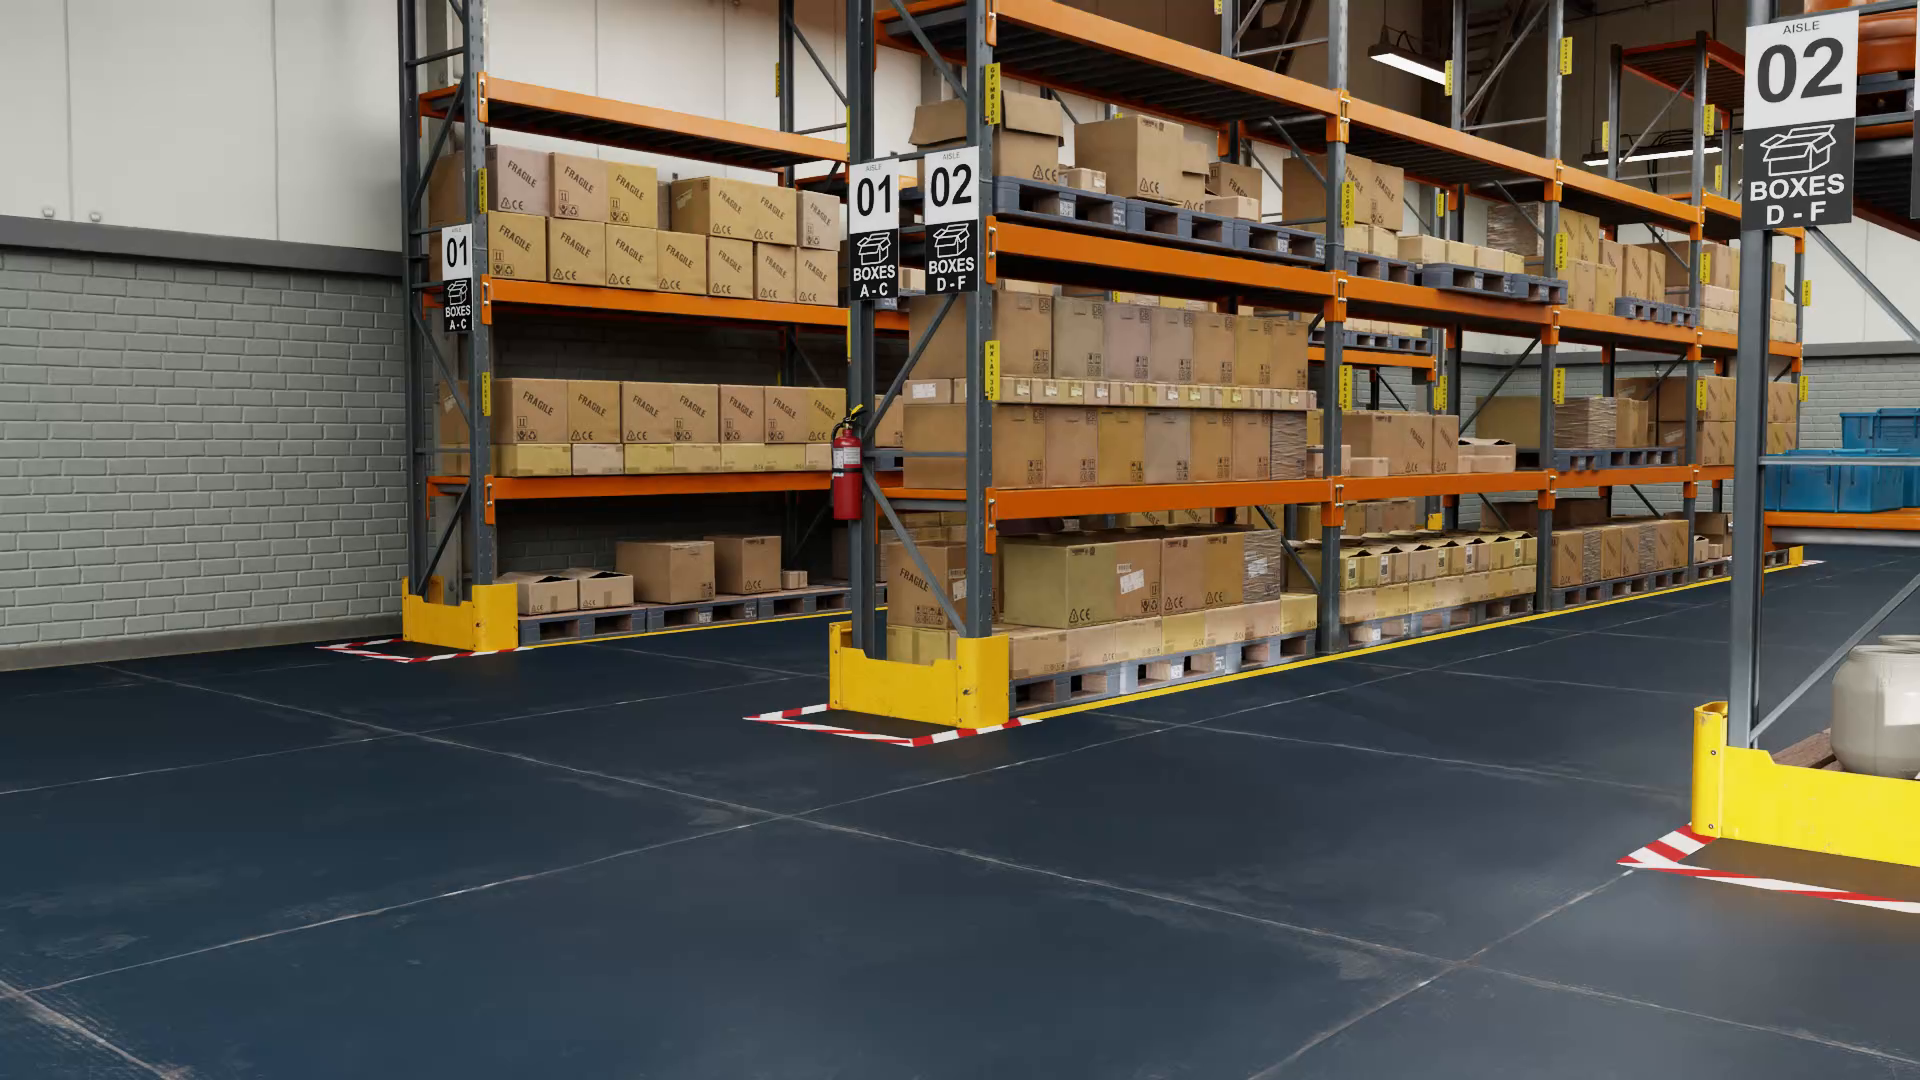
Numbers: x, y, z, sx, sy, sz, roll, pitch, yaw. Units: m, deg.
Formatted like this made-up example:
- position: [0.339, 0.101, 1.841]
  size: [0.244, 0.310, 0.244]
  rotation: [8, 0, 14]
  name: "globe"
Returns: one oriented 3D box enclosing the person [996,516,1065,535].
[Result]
- position: [0.525, -0.071, 12.879]
  size: [0.653, 1.774, 0.422]
  rotation: [3, 4, 38]
  name: "person"
